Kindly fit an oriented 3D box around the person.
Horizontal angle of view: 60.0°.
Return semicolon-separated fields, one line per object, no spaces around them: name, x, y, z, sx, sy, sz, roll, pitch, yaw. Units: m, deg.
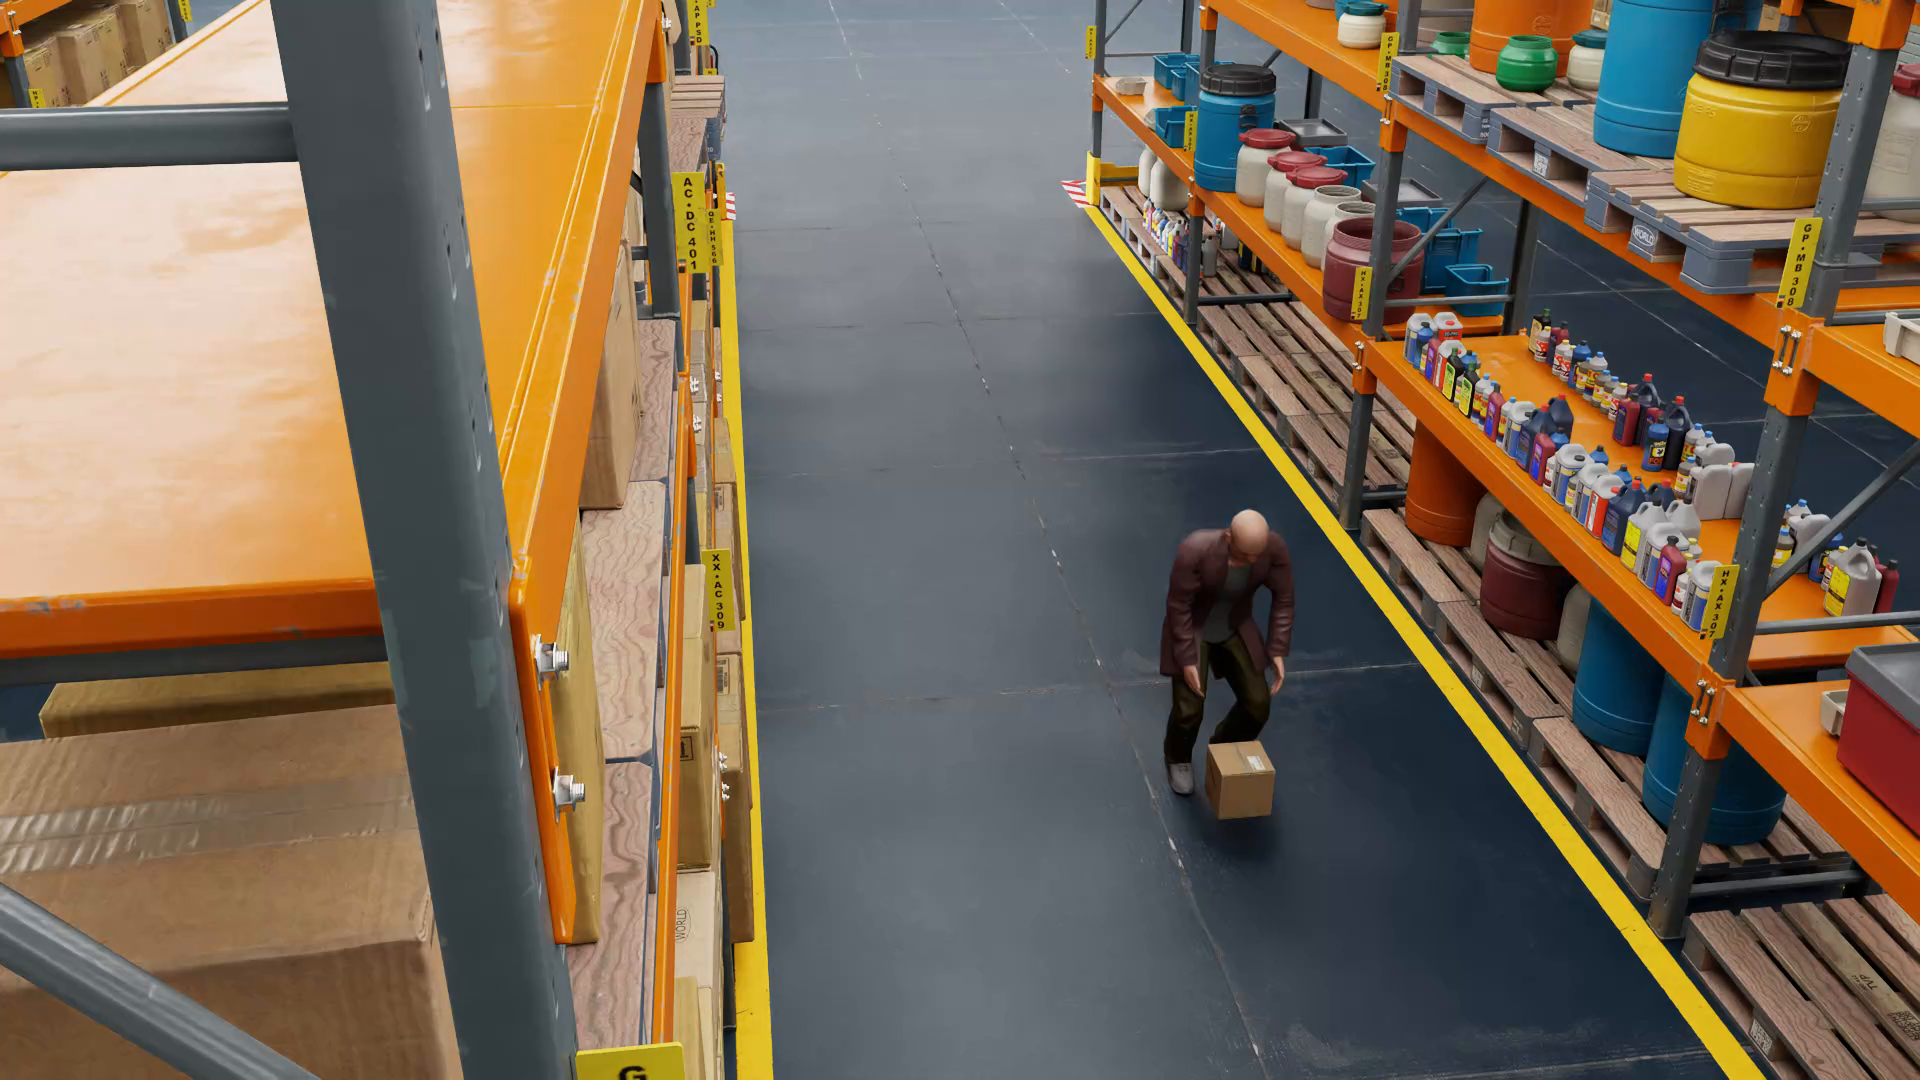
person;1.258;0.540;7.956;0.625;1.431;0.612;-3;27;-7
